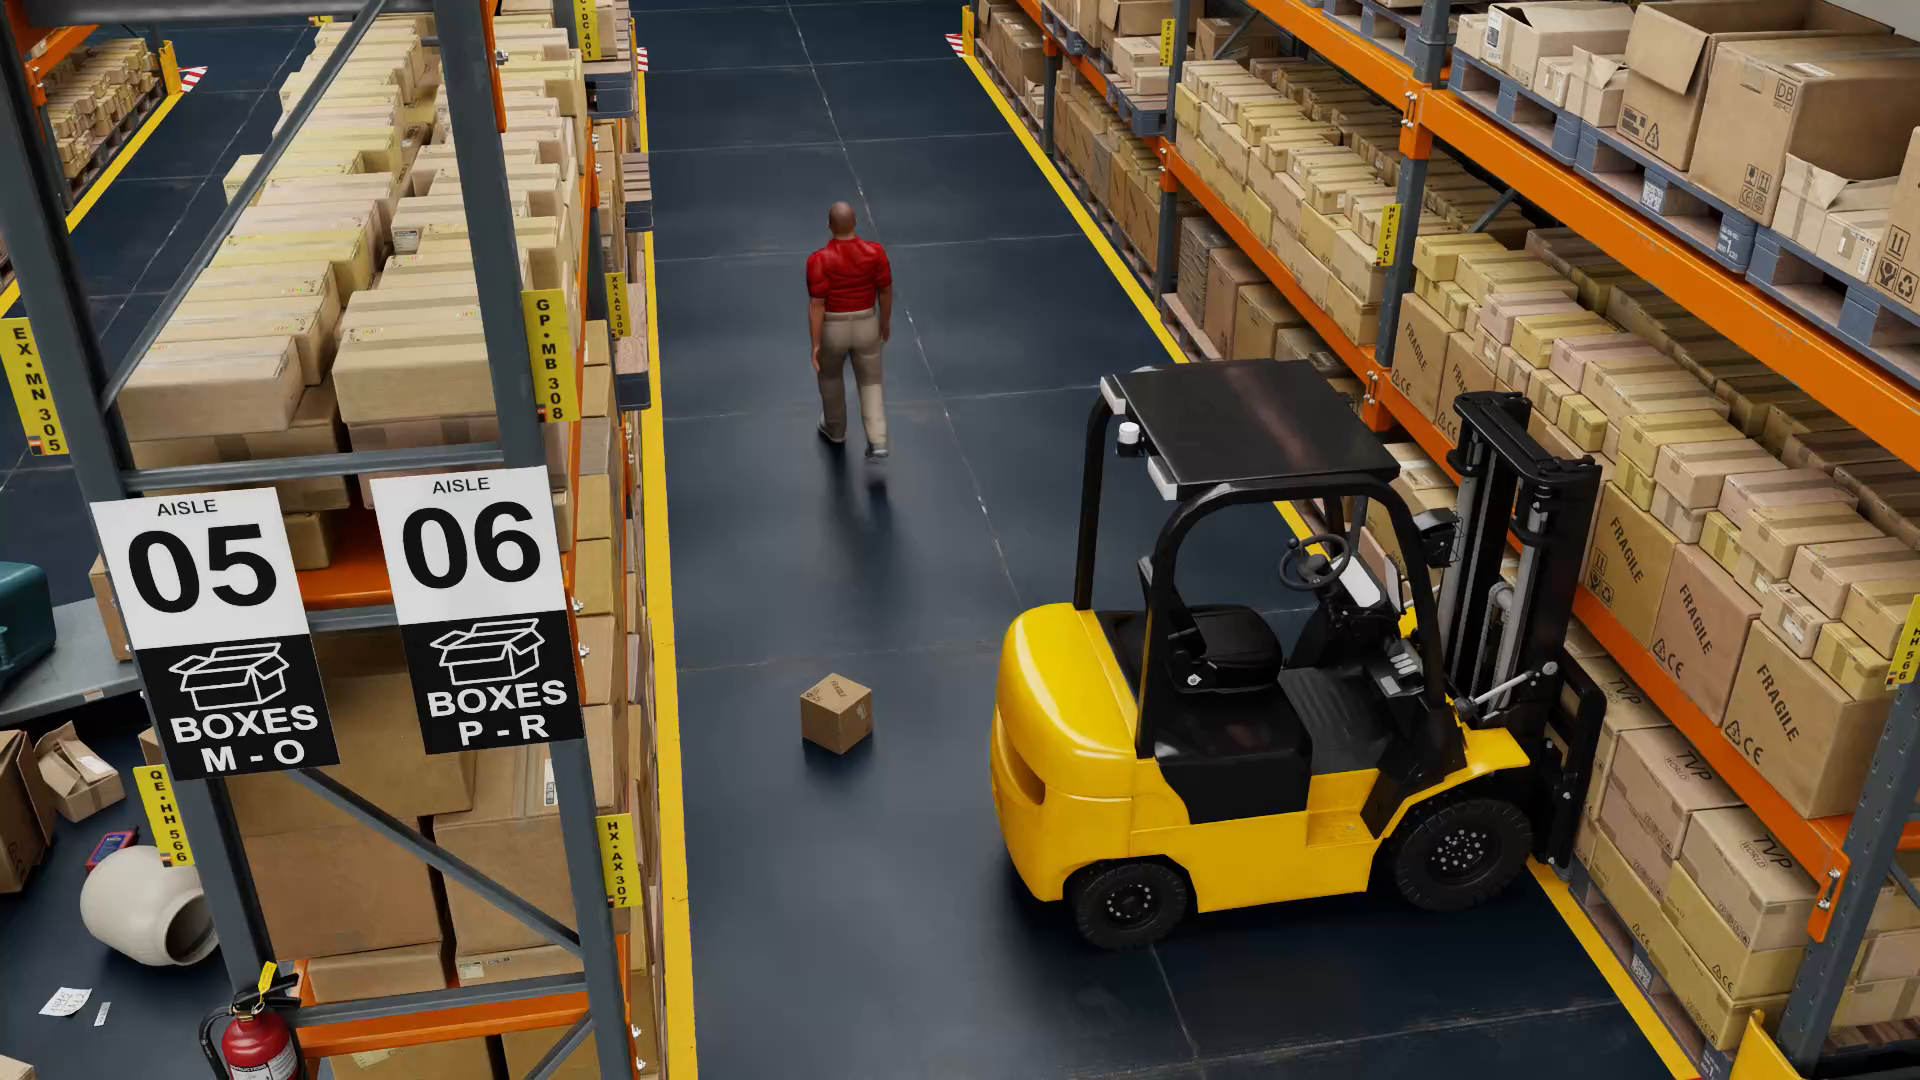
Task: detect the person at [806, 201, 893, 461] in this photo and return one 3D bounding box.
[{"bbox_3d":[-0.679,-1.299,10.347,0.547,1.683,0.937,-8,31,-13],"label":"person"}]
